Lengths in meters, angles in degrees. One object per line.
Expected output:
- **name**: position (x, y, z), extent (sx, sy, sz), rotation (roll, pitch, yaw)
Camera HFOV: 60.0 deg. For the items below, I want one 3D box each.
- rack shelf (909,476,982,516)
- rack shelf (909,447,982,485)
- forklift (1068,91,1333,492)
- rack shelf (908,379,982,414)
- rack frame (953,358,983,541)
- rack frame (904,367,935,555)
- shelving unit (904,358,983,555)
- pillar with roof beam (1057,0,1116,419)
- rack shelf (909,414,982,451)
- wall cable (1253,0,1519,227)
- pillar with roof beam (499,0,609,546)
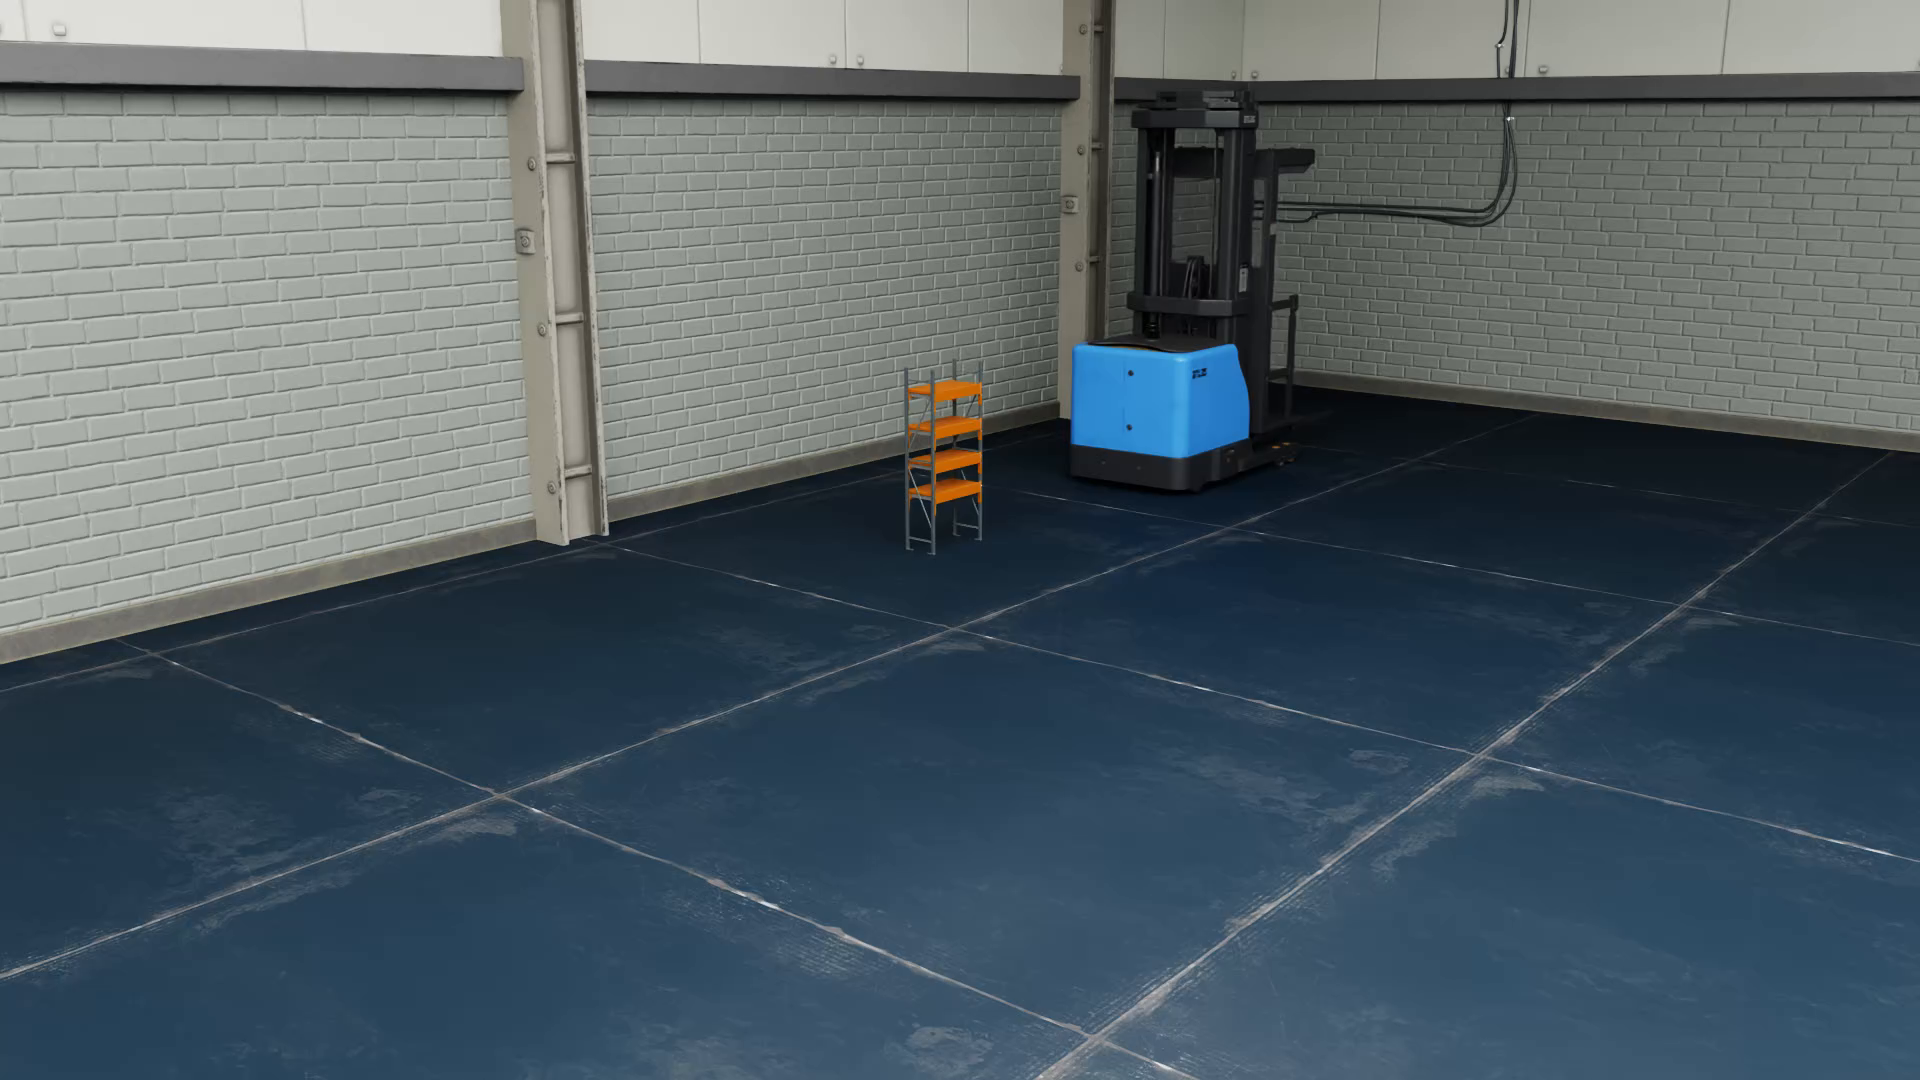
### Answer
- **rack shelf**: position (-0.104, -0.292, 10.916), extent (0.258, 0.148, 0.480), rotation (11, 18, 38)
- **rack shelf**: position (-0.104, -0.485, 10.867), extent (0.258, 0.148, 0.480), rotation (11, 18, 38)
- **forklift**: position (2.119, -2.082, 13.367), extent (1.130, 2.935, 3.031), rotation (10, 18, 35)
- **rack shelf**: position (-0.104, -0.931, 10.754), extent (0.258, 0.148, 0.480), rotation (11, 18, 38)
- **rack frame**: position (0.049, -0.597, 11.034), extent (0.240, 1.200, 0.015), rotation (11, 18, 38)
- **rack frame**: position (-0.257, -0.503, 10.666), extent (0.240, 1.200, 0.015), rotation (11, 18, 38)
- **shelving unit**: position (-0.104, -0.550, 10.850), extent (0.258, 1.200, 0.503), rotation (11, 18, 38)
- **pillar with roof beam**: position (4.504, -4.867, 12.007), extent (9.100, 9.000, 0.400), rotation (11, 18, 38)
- **rack shelf**: position (-0.104, -0.701, 10.812), extent (0.258, 0.148, 0.480), rotation (11, 18, 38)
- **wall cable**: position (4.035, -4.388, 16.427), extent (3.097, 2.526, 0.112), rotation (11, 18, 38)
- **pillar with roof beam**: position (0.733, -3.718, 7.484), extent (9.100, 9.000, 0.400), rotation (11, 18, 38)
